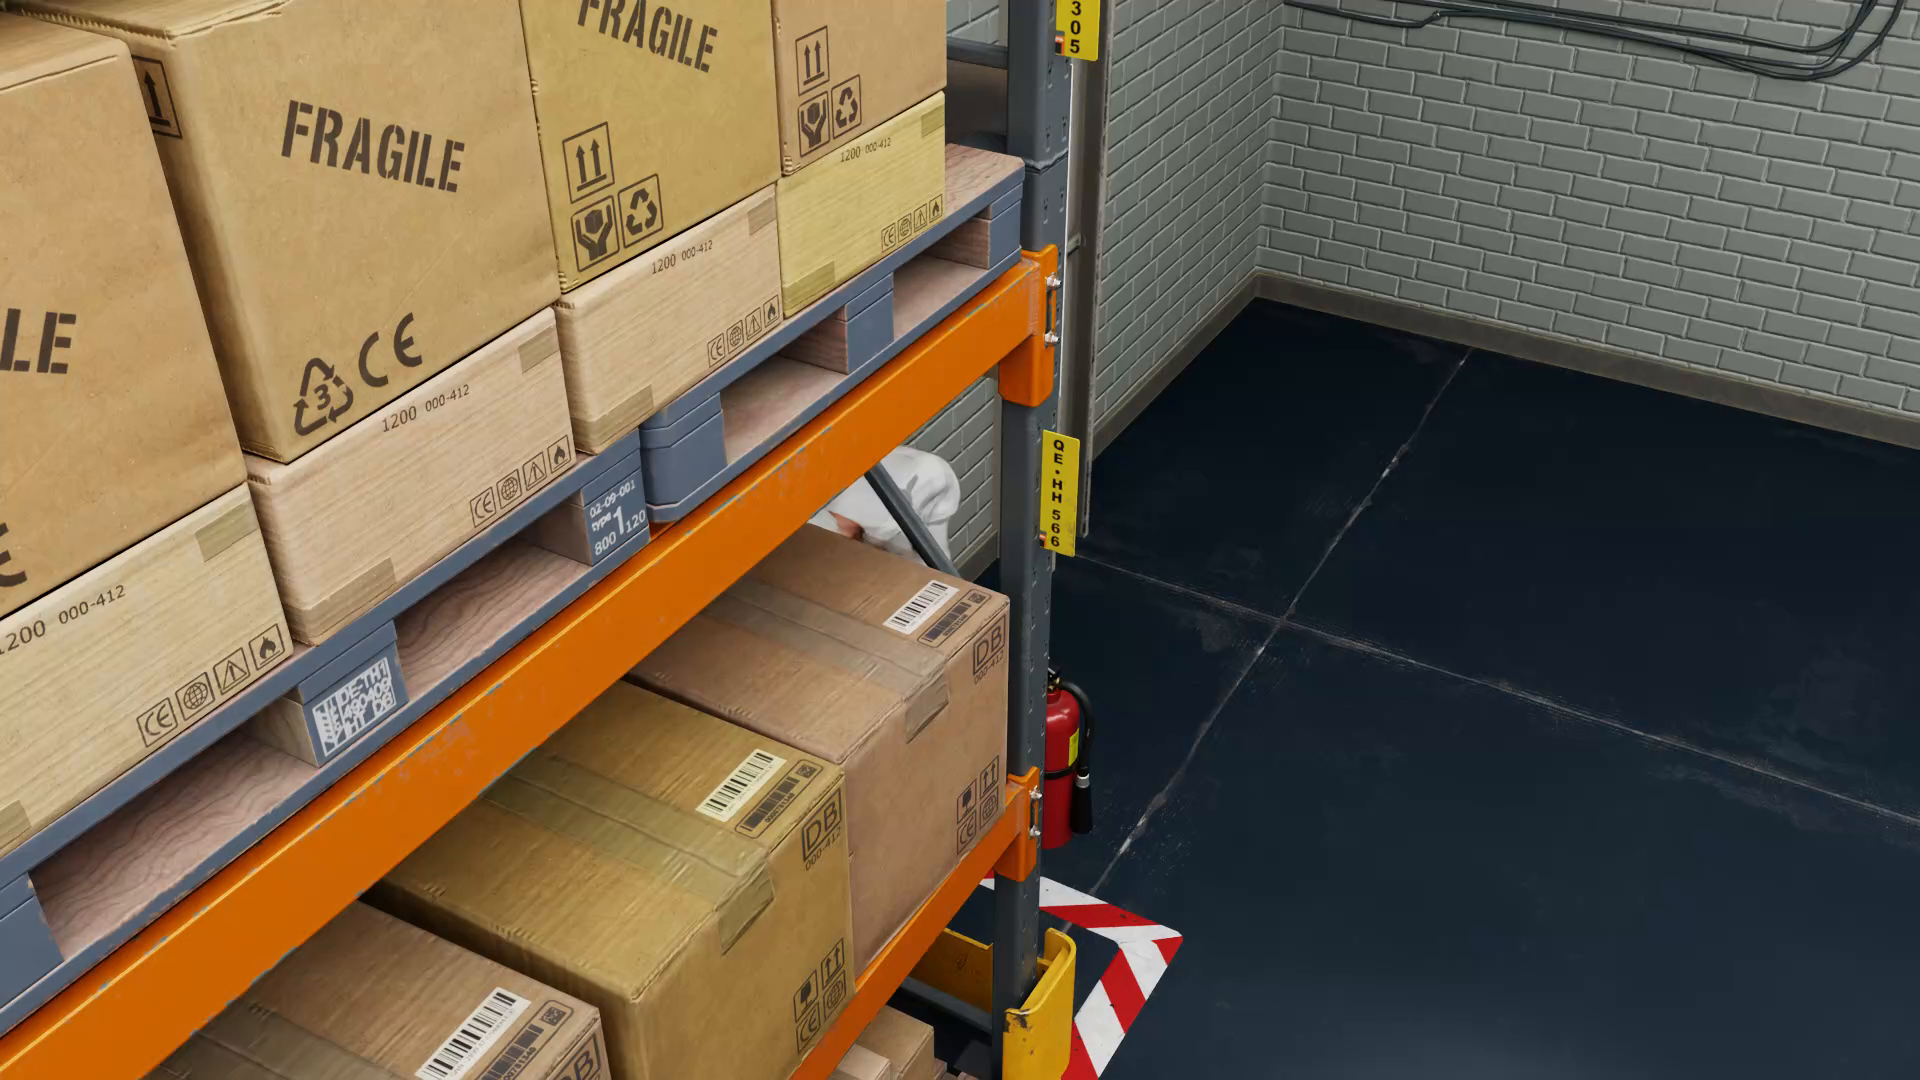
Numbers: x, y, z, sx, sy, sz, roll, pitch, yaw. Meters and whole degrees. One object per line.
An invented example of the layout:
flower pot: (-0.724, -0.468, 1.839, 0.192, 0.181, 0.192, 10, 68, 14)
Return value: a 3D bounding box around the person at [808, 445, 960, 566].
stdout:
person: (-0.353, 0.230, 6.290, 0.485, 1.213, 0.950, 17, 37, 24)
